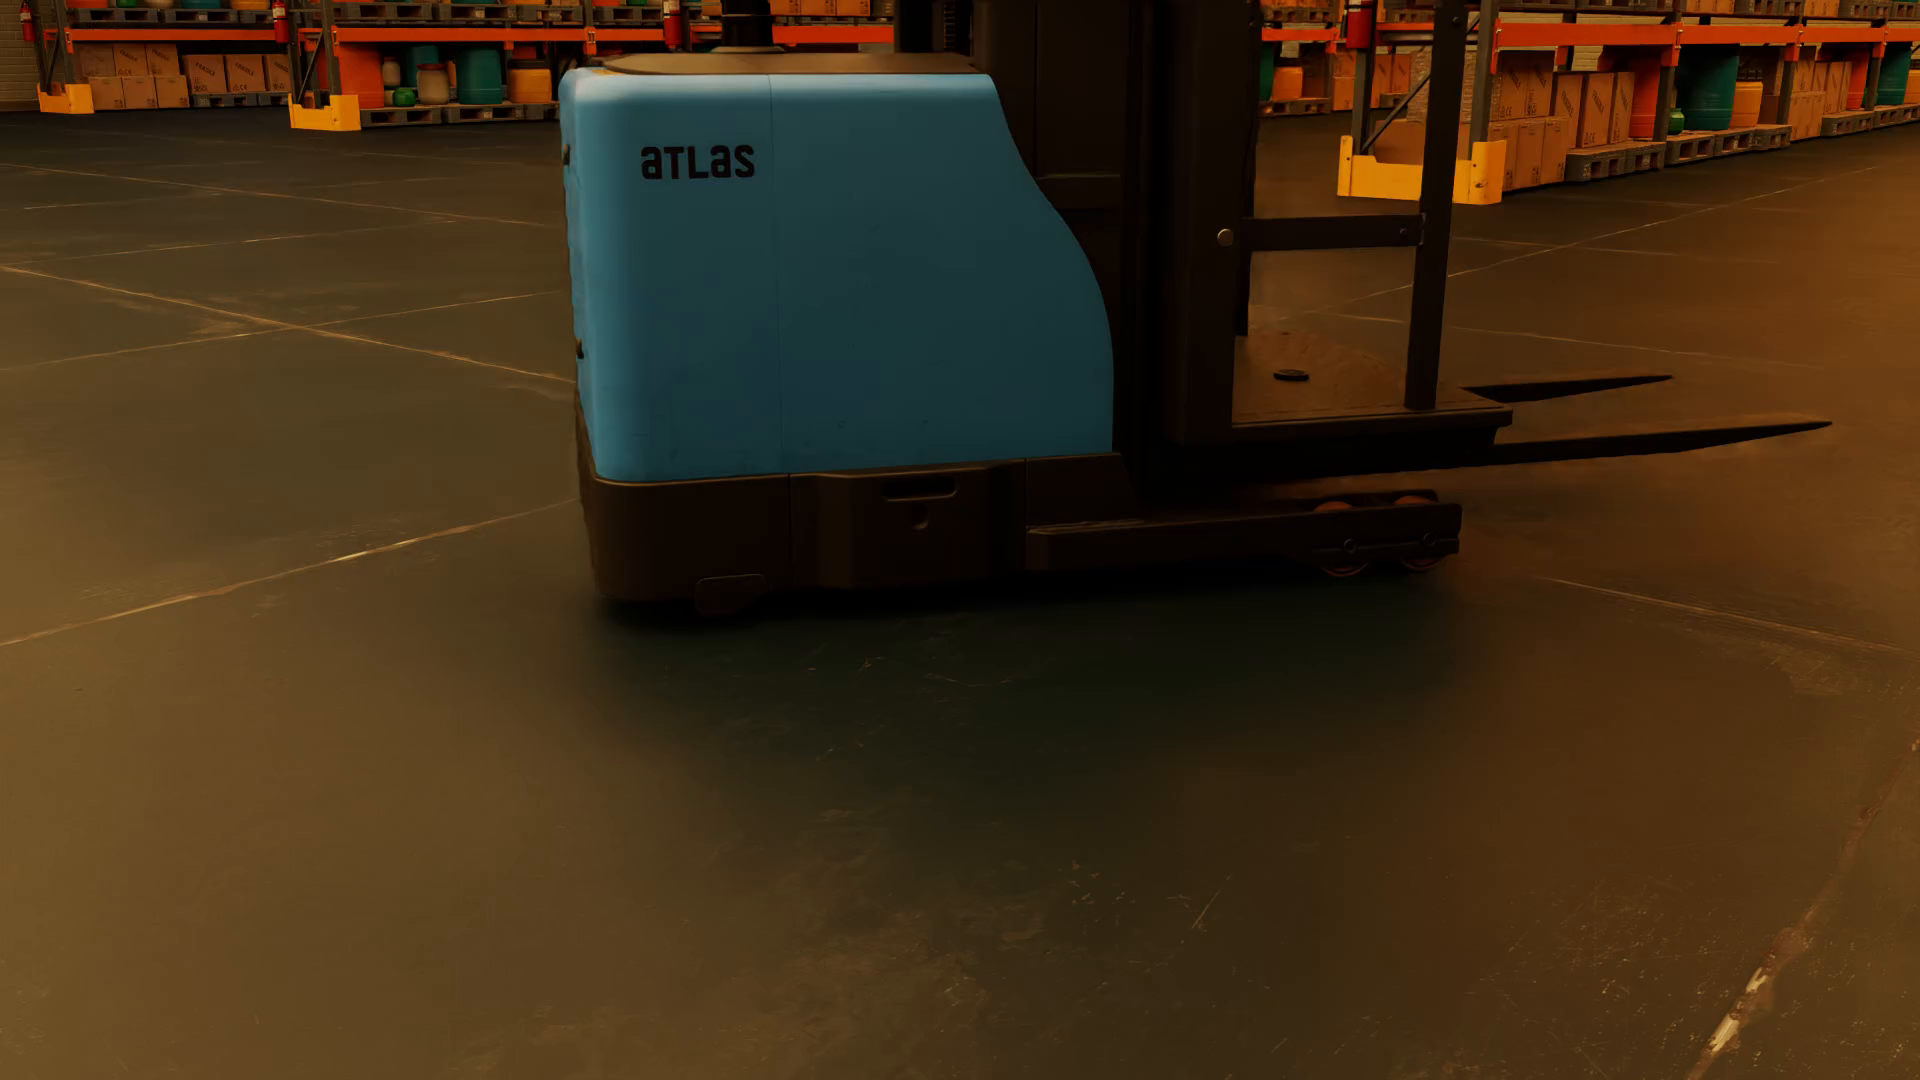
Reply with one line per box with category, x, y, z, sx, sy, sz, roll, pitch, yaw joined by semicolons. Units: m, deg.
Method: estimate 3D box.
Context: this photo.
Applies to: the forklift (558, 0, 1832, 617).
forklift;0.625;-1.464;3.719;3.031;2.935;1.130;-4;17;-14
